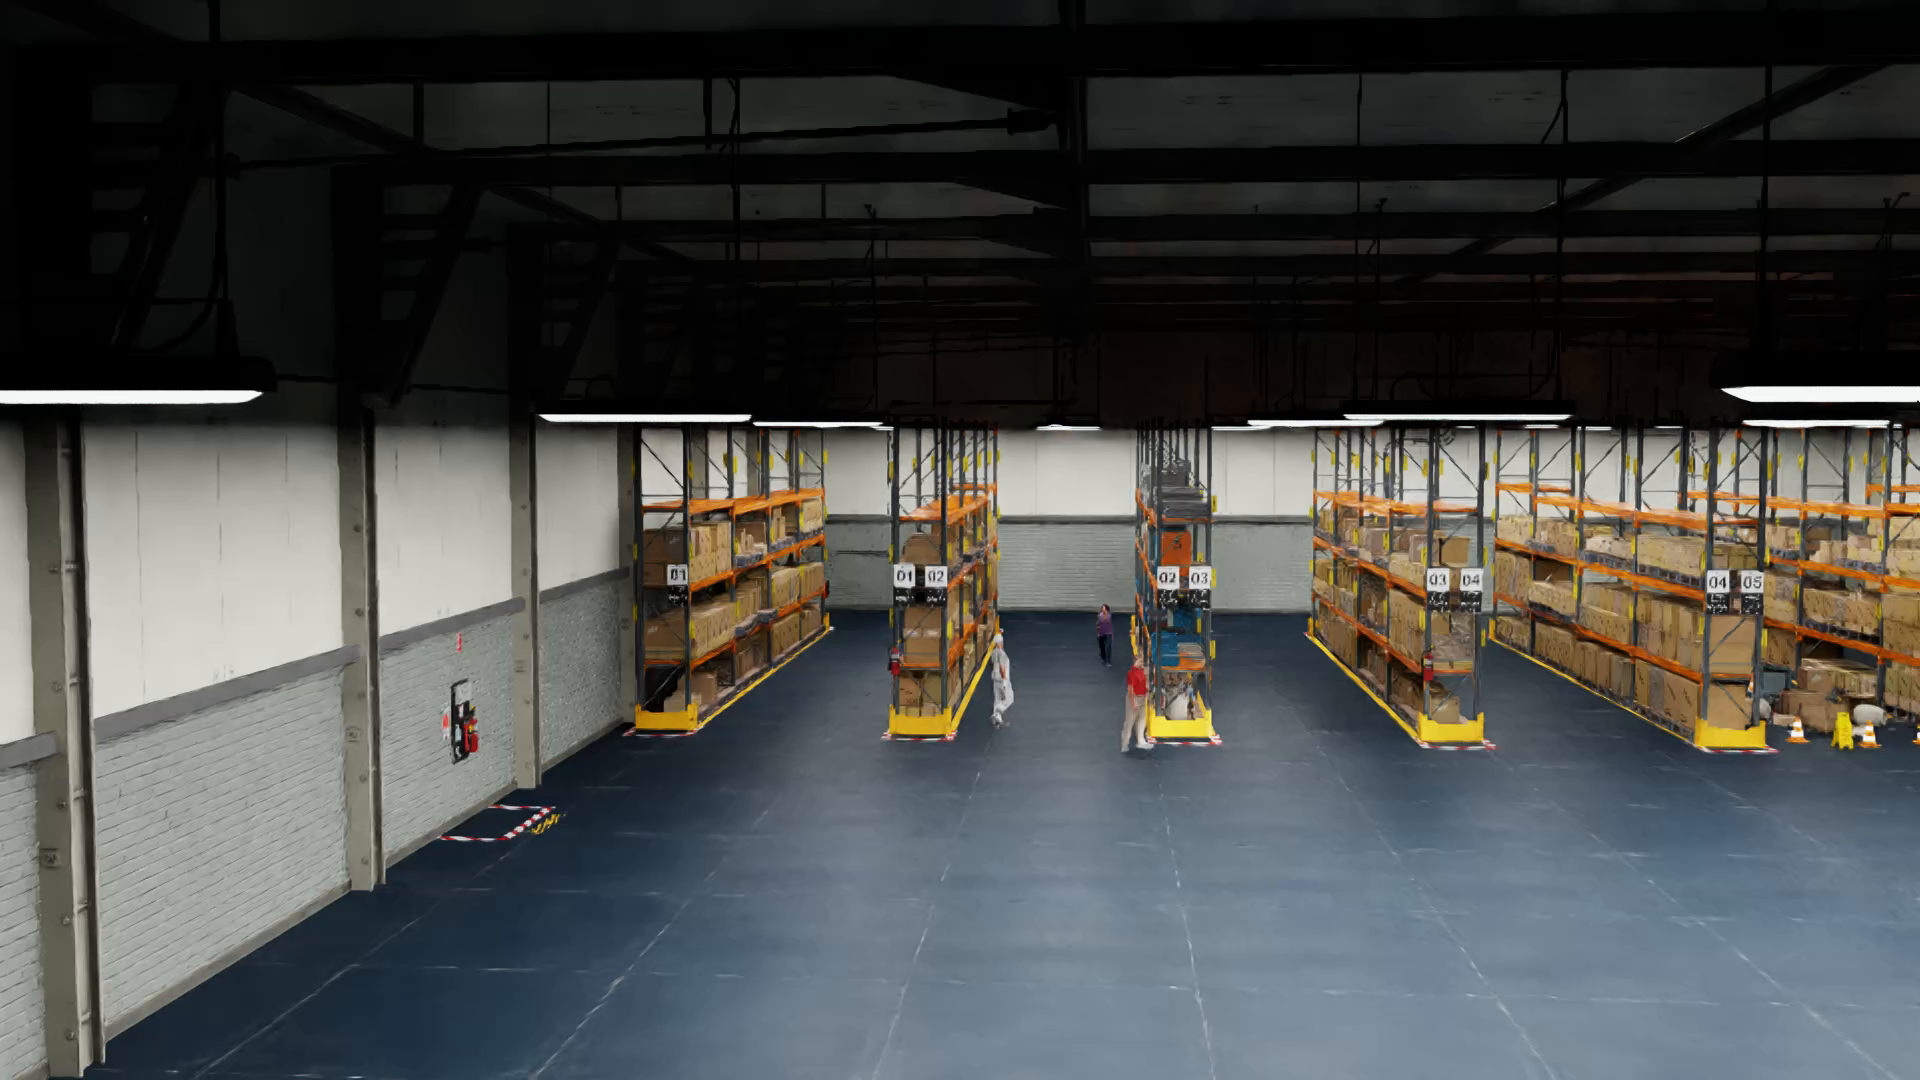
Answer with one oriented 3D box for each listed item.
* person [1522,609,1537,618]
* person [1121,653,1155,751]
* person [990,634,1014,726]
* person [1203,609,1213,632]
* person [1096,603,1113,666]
[{"bbox_3d":[16.241,1.817,47.247,0.543,1.664,0.565,-2,4,-24],"label":"person"},{"bbox_3d":[3.166,2.901,29.877,0.478,1.731,0.665,2,4,30],"label":"person"},{"bbox_3d":[0.766,2.721,32.260,0.444,1.786,0.598,-2,4,-22],"label":"person"},{"bbox_3d":[6.908,1.803,47.561,0.559,1.625,0.751,-1,4,-12],"label":"person"},{"bbox_3d":[3.530,2.293,40.703,0.417,1.517,1.036,0,4,8],"label":"person"}]
